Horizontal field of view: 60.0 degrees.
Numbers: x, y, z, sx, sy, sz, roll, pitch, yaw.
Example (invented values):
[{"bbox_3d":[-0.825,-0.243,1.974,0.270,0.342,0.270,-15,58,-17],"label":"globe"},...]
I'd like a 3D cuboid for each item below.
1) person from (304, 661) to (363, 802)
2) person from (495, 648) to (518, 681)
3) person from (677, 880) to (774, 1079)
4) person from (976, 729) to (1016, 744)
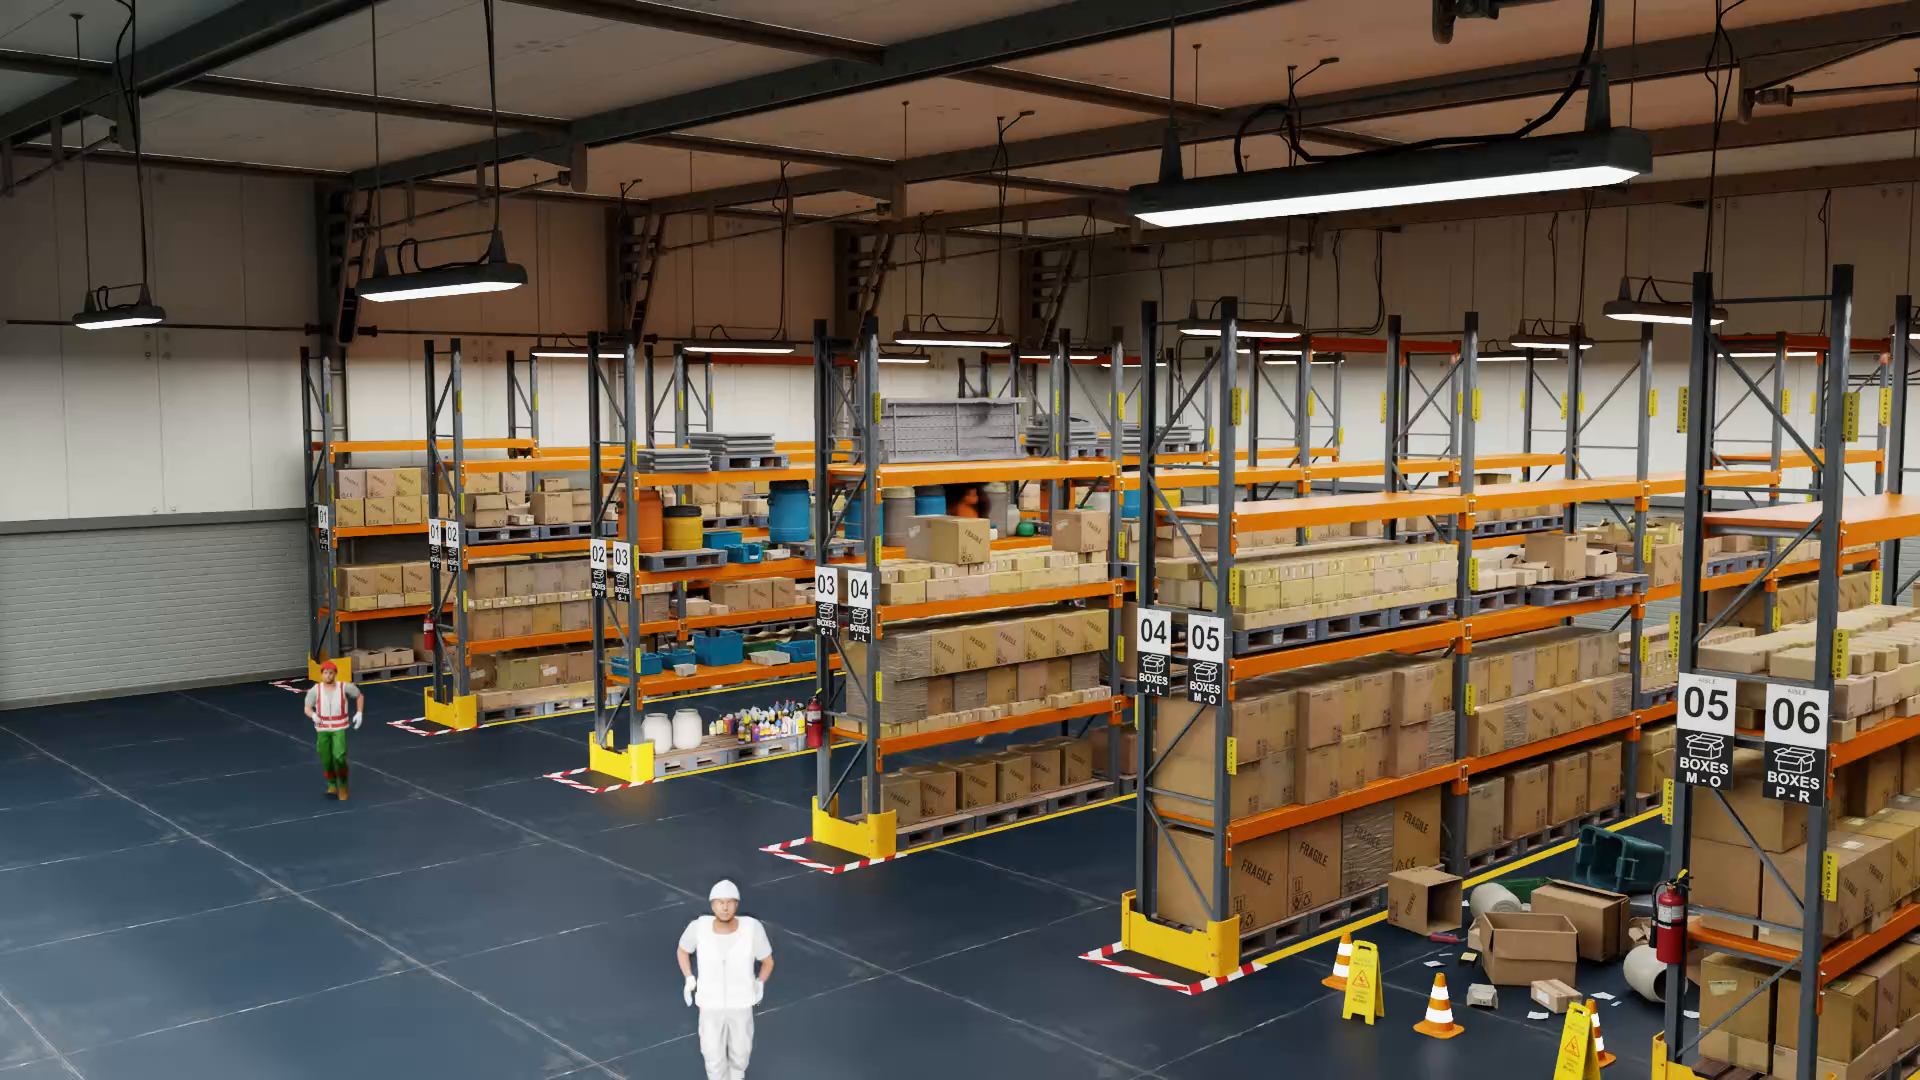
[{"bbox_3d":[-7.936,2.439,21.055,0.690,1.821,0.710,-1,5,-12],"label":"person"},{"bbox_3d":[-7.732,1.829,28.549,0.547,1.718,0.752,3,6,34],"label":"person"},{"bbox_3d":[-1.653,3.265,11.725,0.681,1.776,0.879,-1,5,-8],"label":"person"},{"bbox_3d":[0.534,1.923,23.463,0.677,1.846,0.768,4,6,36],"label":"person"}]
